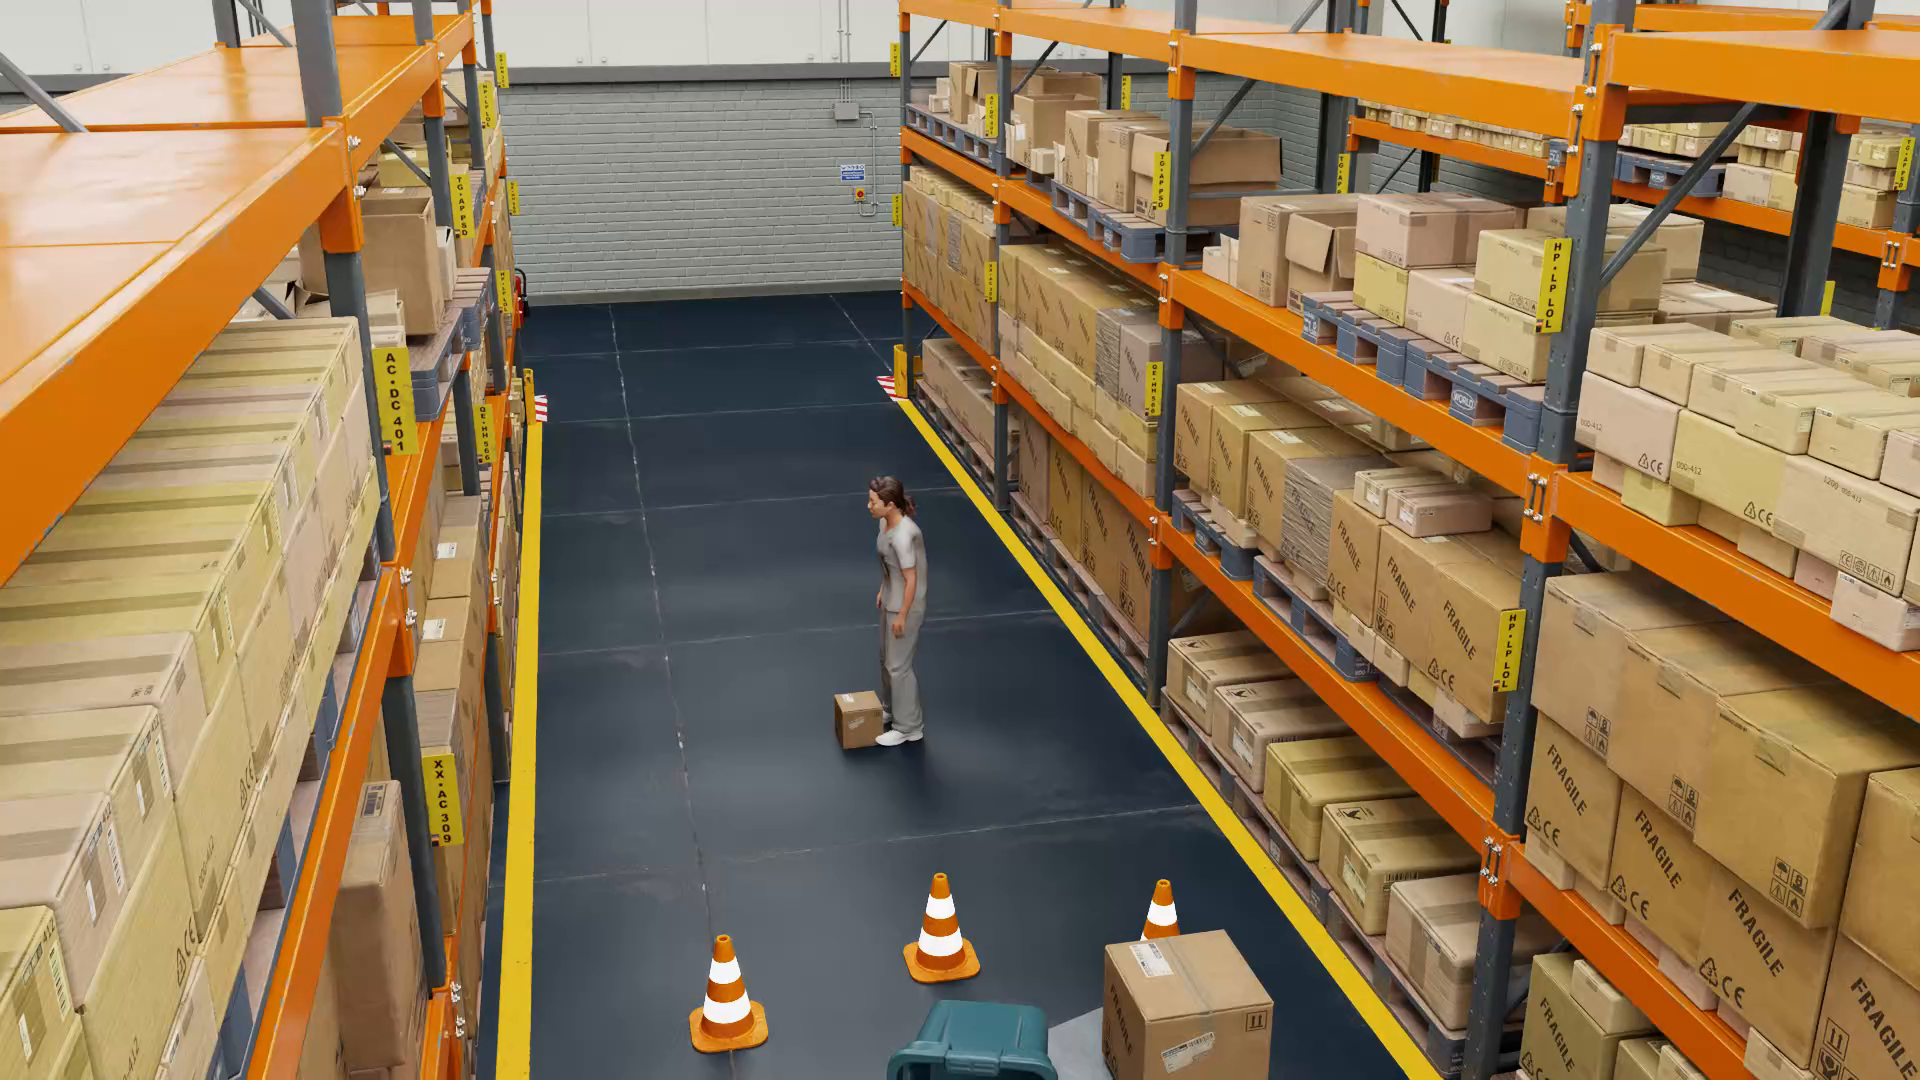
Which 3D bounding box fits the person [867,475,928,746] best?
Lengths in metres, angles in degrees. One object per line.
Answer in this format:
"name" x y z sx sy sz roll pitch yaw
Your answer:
"person" -0.377 0.402 9.951 0.349 1.673 0.503 -5 20 -14
